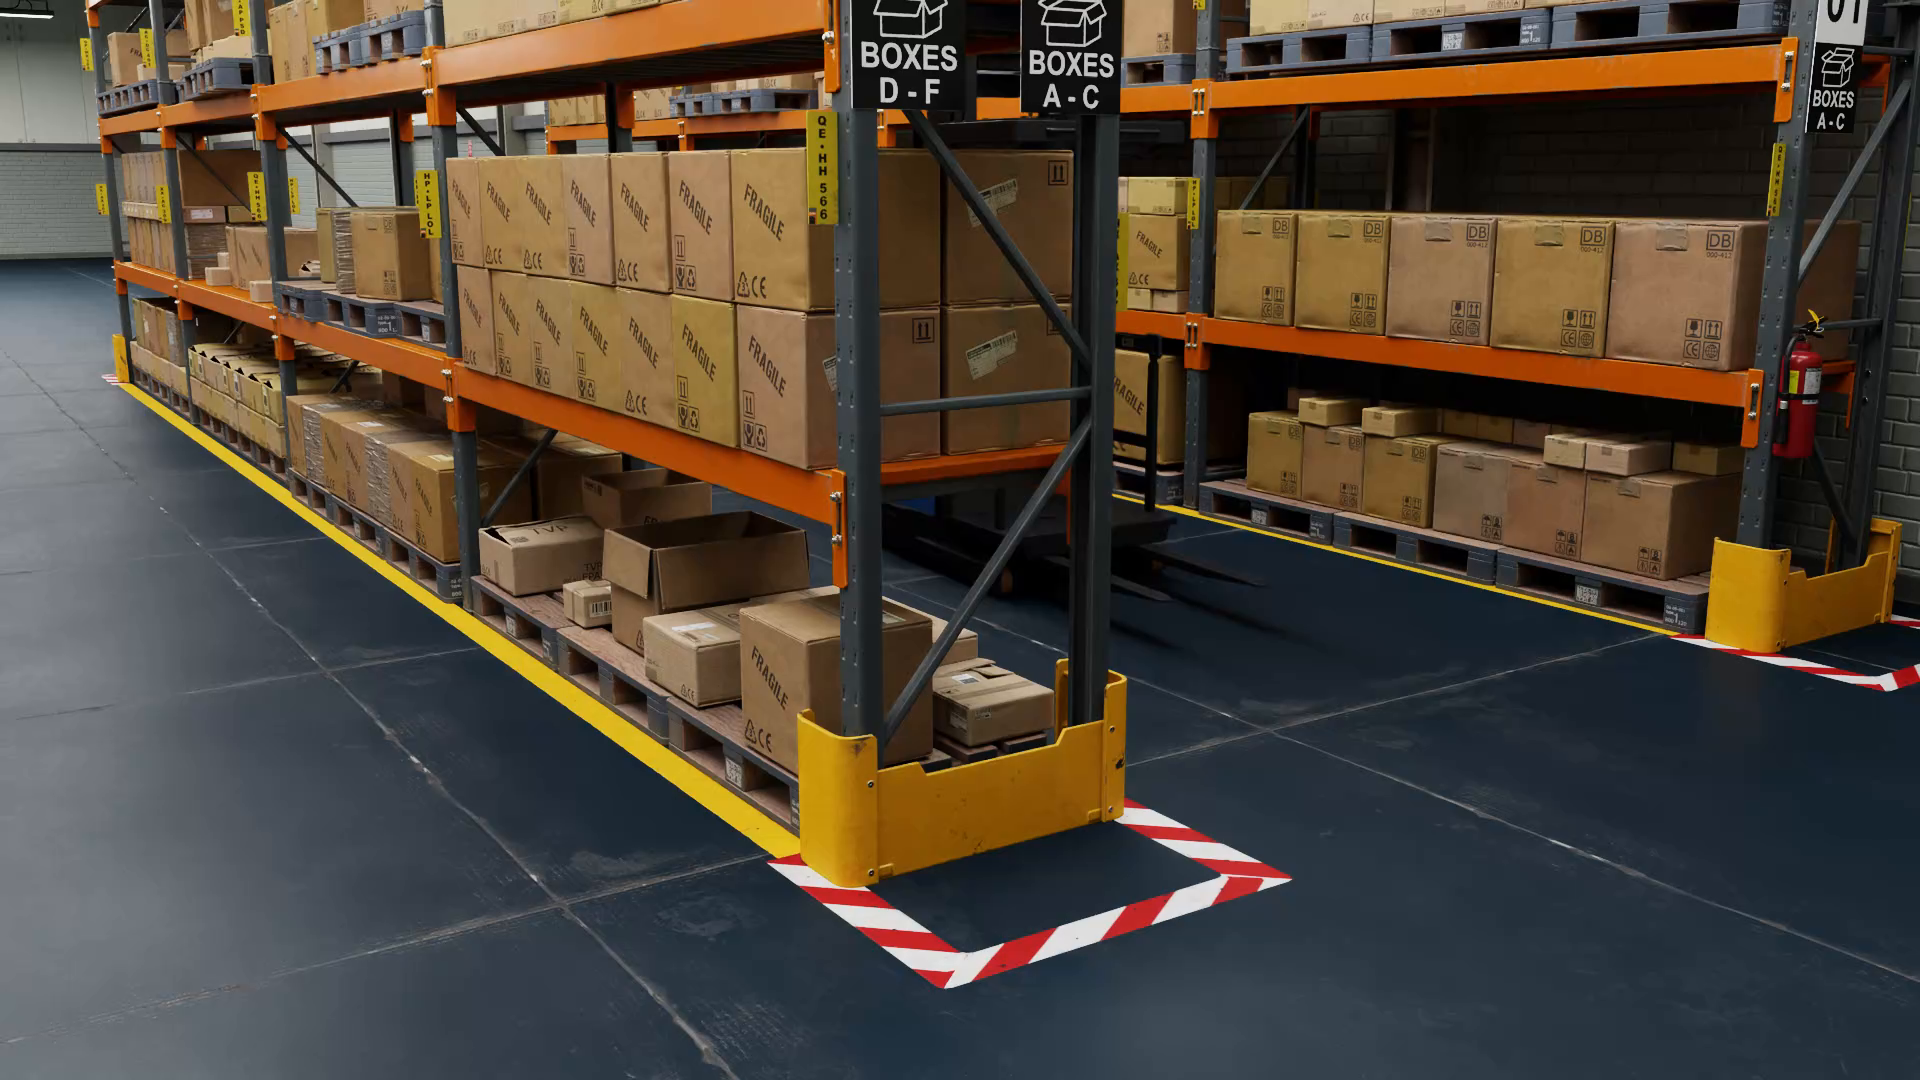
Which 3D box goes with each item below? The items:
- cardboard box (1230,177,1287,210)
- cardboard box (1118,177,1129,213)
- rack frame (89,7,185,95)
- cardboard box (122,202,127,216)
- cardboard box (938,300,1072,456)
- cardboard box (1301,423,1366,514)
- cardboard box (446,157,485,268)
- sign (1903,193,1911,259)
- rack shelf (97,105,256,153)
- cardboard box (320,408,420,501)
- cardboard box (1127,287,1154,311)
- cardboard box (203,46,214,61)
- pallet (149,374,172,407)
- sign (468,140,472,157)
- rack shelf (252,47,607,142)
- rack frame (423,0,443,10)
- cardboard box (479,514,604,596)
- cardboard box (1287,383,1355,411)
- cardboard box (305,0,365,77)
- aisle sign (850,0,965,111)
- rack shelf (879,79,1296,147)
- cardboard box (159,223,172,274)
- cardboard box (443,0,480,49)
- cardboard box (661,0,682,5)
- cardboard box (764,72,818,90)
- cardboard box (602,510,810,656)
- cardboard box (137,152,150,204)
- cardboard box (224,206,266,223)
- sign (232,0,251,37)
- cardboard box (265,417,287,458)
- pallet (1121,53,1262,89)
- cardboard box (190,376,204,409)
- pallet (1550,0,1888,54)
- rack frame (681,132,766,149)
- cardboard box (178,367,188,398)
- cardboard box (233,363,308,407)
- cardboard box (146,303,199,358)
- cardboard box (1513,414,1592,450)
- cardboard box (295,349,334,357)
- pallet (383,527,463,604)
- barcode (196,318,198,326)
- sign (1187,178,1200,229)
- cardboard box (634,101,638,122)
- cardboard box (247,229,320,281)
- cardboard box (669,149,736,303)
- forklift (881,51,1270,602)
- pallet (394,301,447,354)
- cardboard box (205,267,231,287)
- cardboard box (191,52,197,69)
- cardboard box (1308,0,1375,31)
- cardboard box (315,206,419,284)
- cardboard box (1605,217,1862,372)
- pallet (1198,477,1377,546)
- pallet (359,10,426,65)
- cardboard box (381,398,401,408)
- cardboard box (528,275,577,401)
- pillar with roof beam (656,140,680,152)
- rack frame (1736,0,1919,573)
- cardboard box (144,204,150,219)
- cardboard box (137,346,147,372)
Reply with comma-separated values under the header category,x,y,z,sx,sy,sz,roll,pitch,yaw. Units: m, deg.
category,x,y,z,sx,sy,sz,roll,pitch,yaw
cardboard box,1.936,-2.419,11.669,0.500,0.250,0.500,-8,14,-31
cardboard box,1.227,-2.451,11.817,0.500,0.250,0.500,-8,15,-32
rack frame,-8.796,-6.214,17.713,1.000,3.000,0.127,-8,15,-33
cardboard box,-8.758,-3.554,17.838,0.380,0.149,0.250,-8,15,-33
cardboard box,0.042,-0.597,5.835,0.500,0.500,0.500,-8,15,-32
cardboard box,2.579,-0.485,10.427,0.700,0.500,0.500,-8,15,-33
cardboard box,-2.121,-1.569,7.942,0.500,0.500,0.500,-8,14,-31
sign,4.655,-1.551,8.220,0.100,0.325,0.005,-8,15,-33
rack shelf,-7.688,-4.041,16.484,1.077,0.370,4.000,-8,15,-33
cardboard box,-3.781,-0.557,10.710,0.500,0.500,0.500,-8,15,-34
cardboard box,1.391,-1.692,11.618,0.380,0.149,0.250,-8,15,-32
cardboard box,-5.940,-3.961,13.800,0.500,0.250,0.500,-10,16,-38
pallet,-7.666,-1.573,17.061,1.003,0.211,1.213,-8,15,-33
sign,-8.150,-6.505,27.660,0.001,0.298,0.199,-8,15,-33
rack shelf,-3.256,-2.619,9.978,1.077,0.370,4.000,-8,15,-33
rack frame,-2.148,-4.080,7.954,1.000,3.000,0.127,-8,15,-33
cardboard box,-2.095,0.050,8.377,0.500,0.311,0.500,-8,15,-33
cardboard box,2.388,-0.941,10.994,0.380,0.149,0.250,-8,15,-33
cardboard box,-3.524,-3.118,10.342,0.910,0.500,0.500,-8,15,-33
aisle sign,-0.149,-1.659,4.843,0.394,0.787,0.004,-8,15,-33
rack shelf,0.866,-3.206,12.662,1.077,0.370,4.000,-8,15,-33
cardboard box,-7.404,-2.882,16.283,0.700,0.500,0.500,-8,15,-32
cardboard box,-2.084,-2.425,7.761,0.500,0.250,0.500,-8,15,-33
cardboard box,-0.704,-1.980,5.725,0.500,0.250,0.500,-8,15,-33
cardboard box,-1.539,-4.552,15.918,0.500,0.500,0.500,-9,15,-35
cardboard box,-1.103,0.189,7.289,0.797,0.503,0.637,-8,15,-33
cardboard box,-7.943,-3.689,16.941,0.700,0.500,0.500,-8,15,-33
cardboard box,-6.568,-3.008,15.344,0.380,0.149,0.250,-8,15,-33
sign,-4.831,-3.553,11.170,0.100,0.325,0.005,-8,15,-33
cardboard box,-4.859,-0.787,12.393,0.500,0.250,0.500,-8,15,-31
pallet,1.425,-3.265,11.698,0.805,0.209,1.217,-9,15,-35
cardboard box,-6.563,-1.333,14.888,0.500,0.250,0.500,-9,15,-34
pallet,3.770,-2.577,8.313,1.003,0.211,1.213,-8,15,-33
rack frame,-2.458,-3.159,17.785,1.000,3.000,0.127,-8,15,-33
cardboard box,-7.019,-1.490,15.609,0.500,0.250,0.500,-8,15,-33
cardboard box,-5.430,-1.242,13.161,0.500,0.311,0.500,-8,15,-33
cardboard box,-7.856,-2.123,16.745,0.500,0.500,0.500,-8,15,-33
cardboard box,3.394,-0.619,9.522,0.380,0.149,0.250,-8,15,-32
cardboard box,-5.549,-1.489,14.289,0.500,0.311,0.500,-8,15,-33
pallet,-2.630,0.073,9.534,1.003,0.211,1.213,-8,15,-33
barcode,-6.785,-1.940,14.785,0.001,0.075,0.075,-8,15,-33
sign,1.528,-2.197,10.862,0.100,0.325,0.005,-8,15,-33
cardboard box,-3.552,-4.929,18.577,0.500,0.500,0.500,-9,15,-35
cardboard box,-5.307,-2.206,13.193,0.500,0.500,0.500,-9,15,-36
cardboard box,-0.688,-1.111,5.848,0.500,0.500,0.500,-8,14,-31
forklift,0.513,-1.238,9.164,1.130,2.935,3.031,-7,14,-29
pallet,-2.500,-1.210,9.324,1.003,0.211,1.213,-8,15,-33
cardboard box,-6.259,-2.267,14.296,0.380,0.149,0.250,-8,15,-33
cardboard box,-6.939,-4.484,15.722,0.500,0.311,0.500,-9,15,-36
cardboard box,2.408,-3.136,9.792,0.500,0.250,0.500,-8,15,-34
cardboard box,-3.921,-2.016,11.341,0.500,0.500,0.700,9,15,36
cardboard box,3.899,-1.261,8.403,0.980,0.700,0.700,-7,14,-30
pallet,2.330,-0.229,10.916,1.003,0.211,1.213,-8,15,-33
pallet,-2.451,-2.647,8.863,1.213,0.211,1.003,-8,15,-33
cardboard box,-3.650,-0.716,11.434,0.500,0.500,0.500,-7,14,-31
cardboard box,-1.531,-0.895,7.199,0.500,0.500,0.500,-8,15,-33
pillar with roof beam,-7.151,-6.269,17.966,9.100,9.000,0.400,-8,15,-33
rack frame,4.190,-1.025,8.026,1.000,3.000,0.127,-8,15,-33
cardboard box,-7.907,-3.280,16.588,0.380,0.149,0.250,-8,15,-32
cardboard box,-8.404,-1.935,17.642,0.500,0.250,0.500,-8,15,-33
